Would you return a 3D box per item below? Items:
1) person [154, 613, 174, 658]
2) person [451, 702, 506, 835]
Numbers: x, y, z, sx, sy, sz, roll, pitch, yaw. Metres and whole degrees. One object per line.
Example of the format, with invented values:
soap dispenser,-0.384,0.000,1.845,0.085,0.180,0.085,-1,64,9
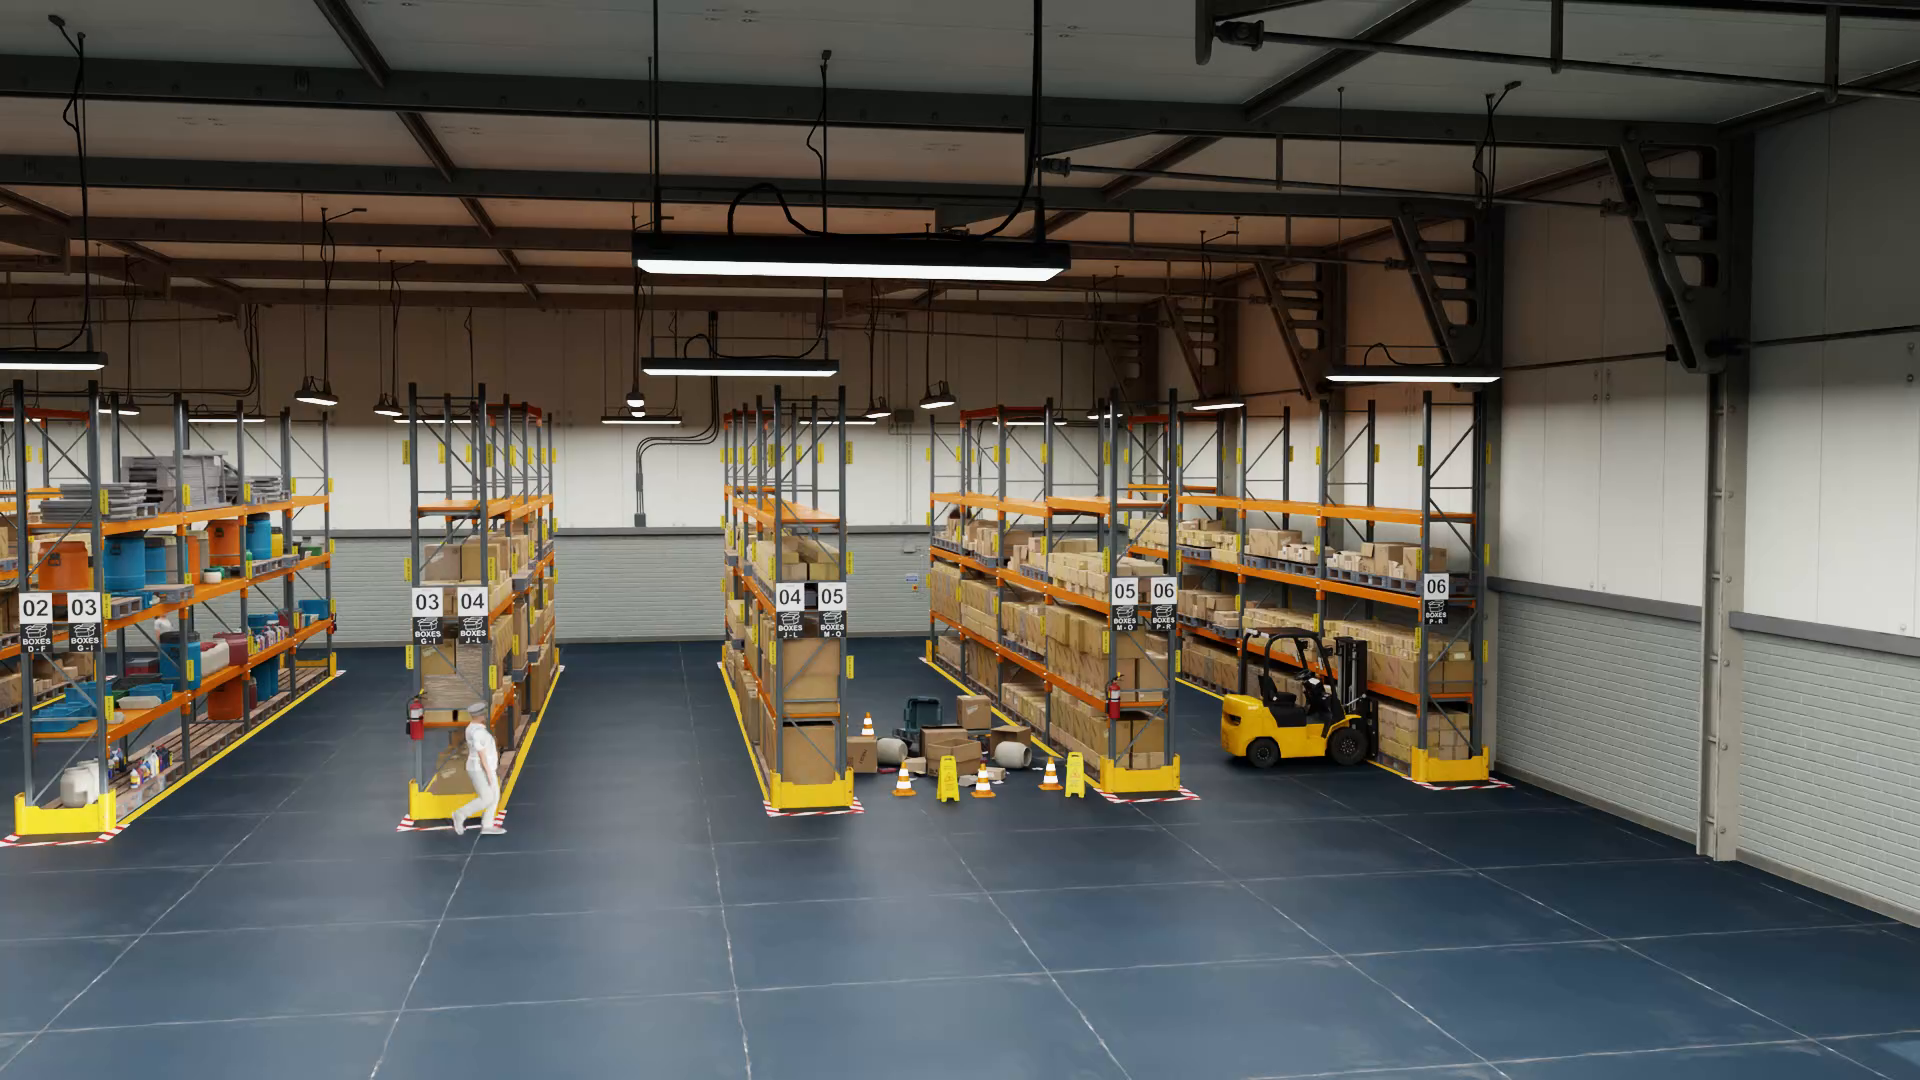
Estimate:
person,-17.603,2.452,36.898,0.478,1.434,0.495,2,3,29
person,-6.320,3.011,21.870,0.649,1.734,0.563,0,3,-1
